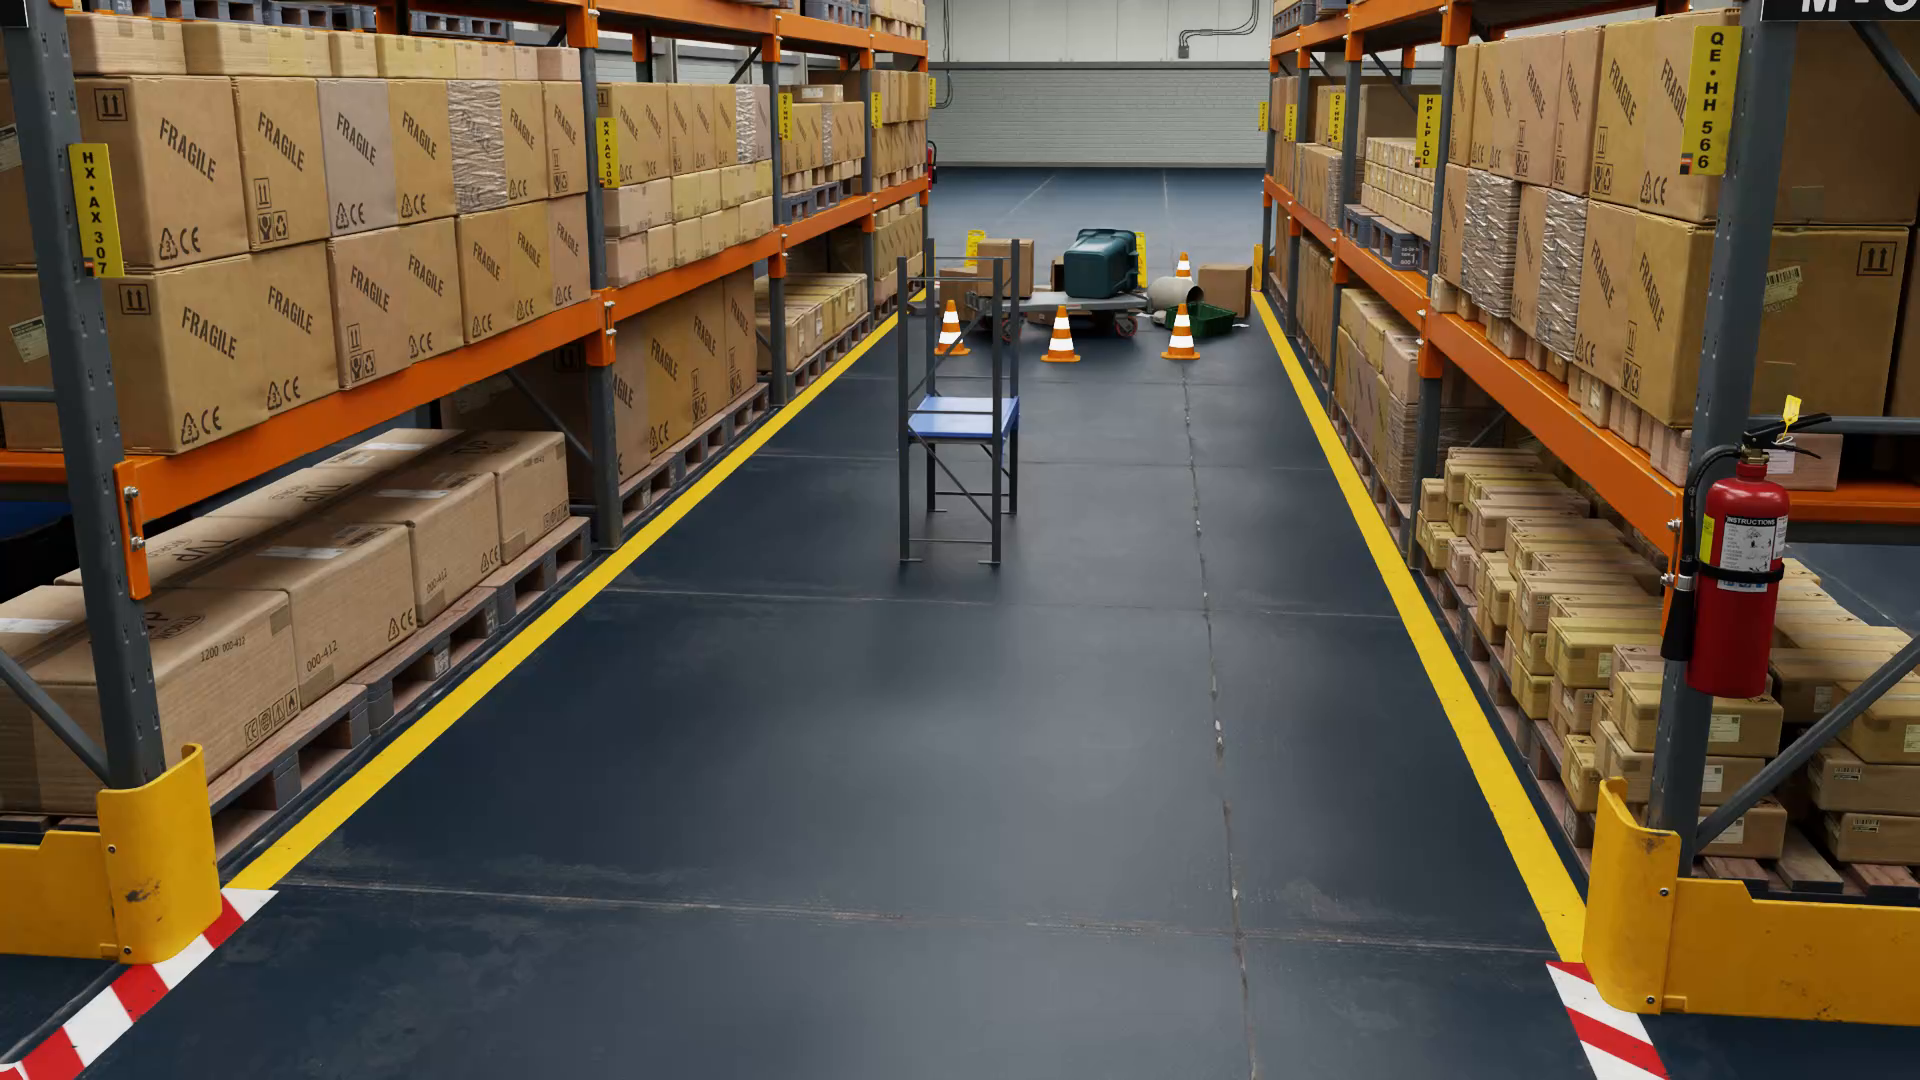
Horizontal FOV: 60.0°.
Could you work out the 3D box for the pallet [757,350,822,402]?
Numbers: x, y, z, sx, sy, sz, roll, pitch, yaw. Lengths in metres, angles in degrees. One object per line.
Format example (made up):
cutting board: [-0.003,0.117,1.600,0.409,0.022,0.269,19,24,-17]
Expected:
pallet: [-1.696,-1.307,13.093,1.003,0.211,1.213,2,15,6]

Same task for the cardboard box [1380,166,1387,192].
cardboard box: [2.807,-2.232,10.276,0.380,0.149,0.250,2,15,7]

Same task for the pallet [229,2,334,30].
pallet: [-6.353,-4.760,15.139,0.805,0.209,1.217,1,15,4]

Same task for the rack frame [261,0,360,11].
rack frame: [-6.267,-6.530,15.570,1.000,3.000,0.127,2,15,6]

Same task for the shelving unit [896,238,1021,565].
shelving unit: [0.010,-0.746,8.548,0.538,1.500,1.048,2,15,6]

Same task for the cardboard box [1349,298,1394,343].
cardboard box: [2.769,-1.386,10.589,0.500,0.250,0.500,2,15,6]

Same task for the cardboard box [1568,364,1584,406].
cardboard box: [2.141,-0.491,5.214,0.380,0.149,0.250,1,15,4]

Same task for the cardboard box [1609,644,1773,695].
cardboard box: [2.135,0.422,4.874,0.380,0.149,0.250,2,15,7]

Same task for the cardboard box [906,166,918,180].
cardboard box: [-0.680,-4.099,18.555,0.380,0.149,0.250,2,15,7]

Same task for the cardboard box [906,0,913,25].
cardboard box: [-0.785,-5.639,17.741,0.500,0.250,0.500,2,15,8]

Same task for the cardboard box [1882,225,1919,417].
cardboard box: [2.567,-0.557,4.213,0.500,0.500,0.500,2,15,9]

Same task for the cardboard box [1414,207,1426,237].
cardboard box: [2.628,-1.681,8.810,0.380,0.149,0.250,1,15,3]

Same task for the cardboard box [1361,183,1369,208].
cardboard box: [2.893,-2.303,11.108,0.380,0.149,0.250,1,15,5]

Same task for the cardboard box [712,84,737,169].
cardboard box: [-1.697,-2.578,10.343,0.500,0.500,0.500,2,15,6]

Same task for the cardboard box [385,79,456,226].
cardboard box: [-2.194,-1.420,6.062,0.500,0.500,0.500,2,15,6]

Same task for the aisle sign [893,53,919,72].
aisle sign: [-0.588,-5.788,19.341,0.394,0.787,0.004,2,15,6]

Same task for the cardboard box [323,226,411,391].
cardboard box: [-2.244,-0.804,5.696,0.500,0.500,0.500,2,15,6]

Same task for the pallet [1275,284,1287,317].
pallet: [3.894,-2.535,17.632,1.003,0.211,1.213,2,15,6]

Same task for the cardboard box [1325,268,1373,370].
cardboard box: [3.302,-1.603,12.350,1.050,0.750,0.750,1,15,5]

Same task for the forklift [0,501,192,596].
forklift: [-4.708,-1.411,8.264,1.130,2.935,3.031,2,15,6]

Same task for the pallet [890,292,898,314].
pallet: [-1.159,-2.635,18.002,1.003,0.211,1.213,2,15,6]

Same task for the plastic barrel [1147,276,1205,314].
plastic barrel: [2.199,-2.465,16.965,0.421,0.421,0.512,-14,20,-42]

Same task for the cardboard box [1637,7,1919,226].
cardboard box: [2.046,-1.057,4.148,0.500,0.500,0.500,1,15,5]

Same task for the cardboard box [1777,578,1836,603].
cardboard box: [2.692,0.229,5.586,0.380,0.149,0.250,2,15,8]

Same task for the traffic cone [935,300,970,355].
traffic cone: [-0.083,-1.901,14.805,0.336,0.463,0.334,2,15,6]

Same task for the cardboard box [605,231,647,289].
cardboard box: [-1.925,-1.447,8.556,0.500,0.250,0.500,1,15,5]

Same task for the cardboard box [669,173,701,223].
cardboard box: [-1.793,-1.954,9.473,0.500,0.250,0.500,2,15,7]

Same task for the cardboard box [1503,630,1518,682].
cardboard box: [2.170,0.436,5.960,0.380,0.149,0.250,2,15,7]

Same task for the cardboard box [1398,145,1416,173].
cardboard box: [2.721,-2.180,9.516,0.380,0.149,0.250,1,15,5]

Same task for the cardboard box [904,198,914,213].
cardboard box: [-0.721,-3.699,18.377,0.380,0.149,0.250,2,15,7]

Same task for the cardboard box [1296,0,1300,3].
cardboard box: [3.347,-5.116,15.573,0.380,0.149,0.250,2,15,7]

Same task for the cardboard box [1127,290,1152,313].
cardboard box: [1.959,-2.549,17.580,0.396,0.266,0.258,4,16,16]

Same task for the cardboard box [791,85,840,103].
cardboard box: [-1.234,-3.819,14.229,0.380,0.149,0.250,1,15,4]

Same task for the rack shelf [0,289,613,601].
rack shelf: [-2.463,-0.547,6.318,1.077,0.370,4.000,2,15,6]

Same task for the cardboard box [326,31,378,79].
cardboard box: [-2.212,-1.640,5.631,0.380,0.149,0.250,2,15,7]

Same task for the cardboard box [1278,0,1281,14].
cardboard box: [3.605,-5.708,17.762,0.380,0.149,0.250,2,15,7]

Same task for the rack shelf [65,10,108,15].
rack shelf: [-6.944,-3.178,10.301,1.077,0.370,4.000,2,15,6]

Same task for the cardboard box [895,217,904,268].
cardboard box: [-0.891,-3.144,17.571,0.500,0.500,0.500,3,15,9]

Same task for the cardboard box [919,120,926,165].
cardboard box: [-0.670,-4.569,19.050,0.500,0.500,0.500,1,15,5]

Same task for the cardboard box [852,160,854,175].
cardboard box: [-1.165,-3.360,15.020,0.380,0.149,0.250,1,15,5]

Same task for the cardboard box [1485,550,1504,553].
cardboard box: [2.315,0.094,6.656,0.380,0.149,0.250,2,15,9]

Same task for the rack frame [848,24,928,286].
rack frame: [-0.883,-4.526,19.653,1.000,3.000,0.127,2,15,6]

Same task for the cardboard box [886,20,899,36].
cardboard box: [-0.823,-5.220,16.957,0.380,0.149,0.250,1,15,5]

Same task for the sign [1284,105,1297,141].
sign: [3.044,-3.841,15.310,0.100,0.325,0.005,2,15,6]

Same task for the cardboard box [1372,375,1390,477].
cardboard box: [2.584,-0.622,9.201,0.500,0.500,0.500,1,15,5]

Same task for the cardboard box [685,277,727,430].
cardboard box: [-2.051,-1.220,10.694,0.875,0.875,0.875,2,15,7]

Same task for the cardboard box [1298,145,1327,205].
cardboard box: [3.212,-3.158,14.401,0.500,0.500,0.500,2,15,7]

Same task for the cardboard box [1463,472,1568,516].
cardboard box: [2.378,-0.188,7.127,0.380,0.149,0.250,1,15,5]

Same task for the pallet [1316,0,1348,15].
pallet: [3.164,-3.857,11.794,1.213,0.211,1.003,2,15,9]

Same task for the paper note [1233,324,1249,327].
paper note: [2.772,-2.137,16.505,0.147,0.020,0.142,-10,18,-32]

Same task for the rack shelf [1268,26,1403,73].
rack shelf: [3.821,-4.988,16.995,1.077,0.370,4.000,2,15,6]

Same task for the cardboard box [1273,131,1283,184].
cardboard box: [3.822,-4.096,17.777,0.875,0.550,0.550,2,15,6]
